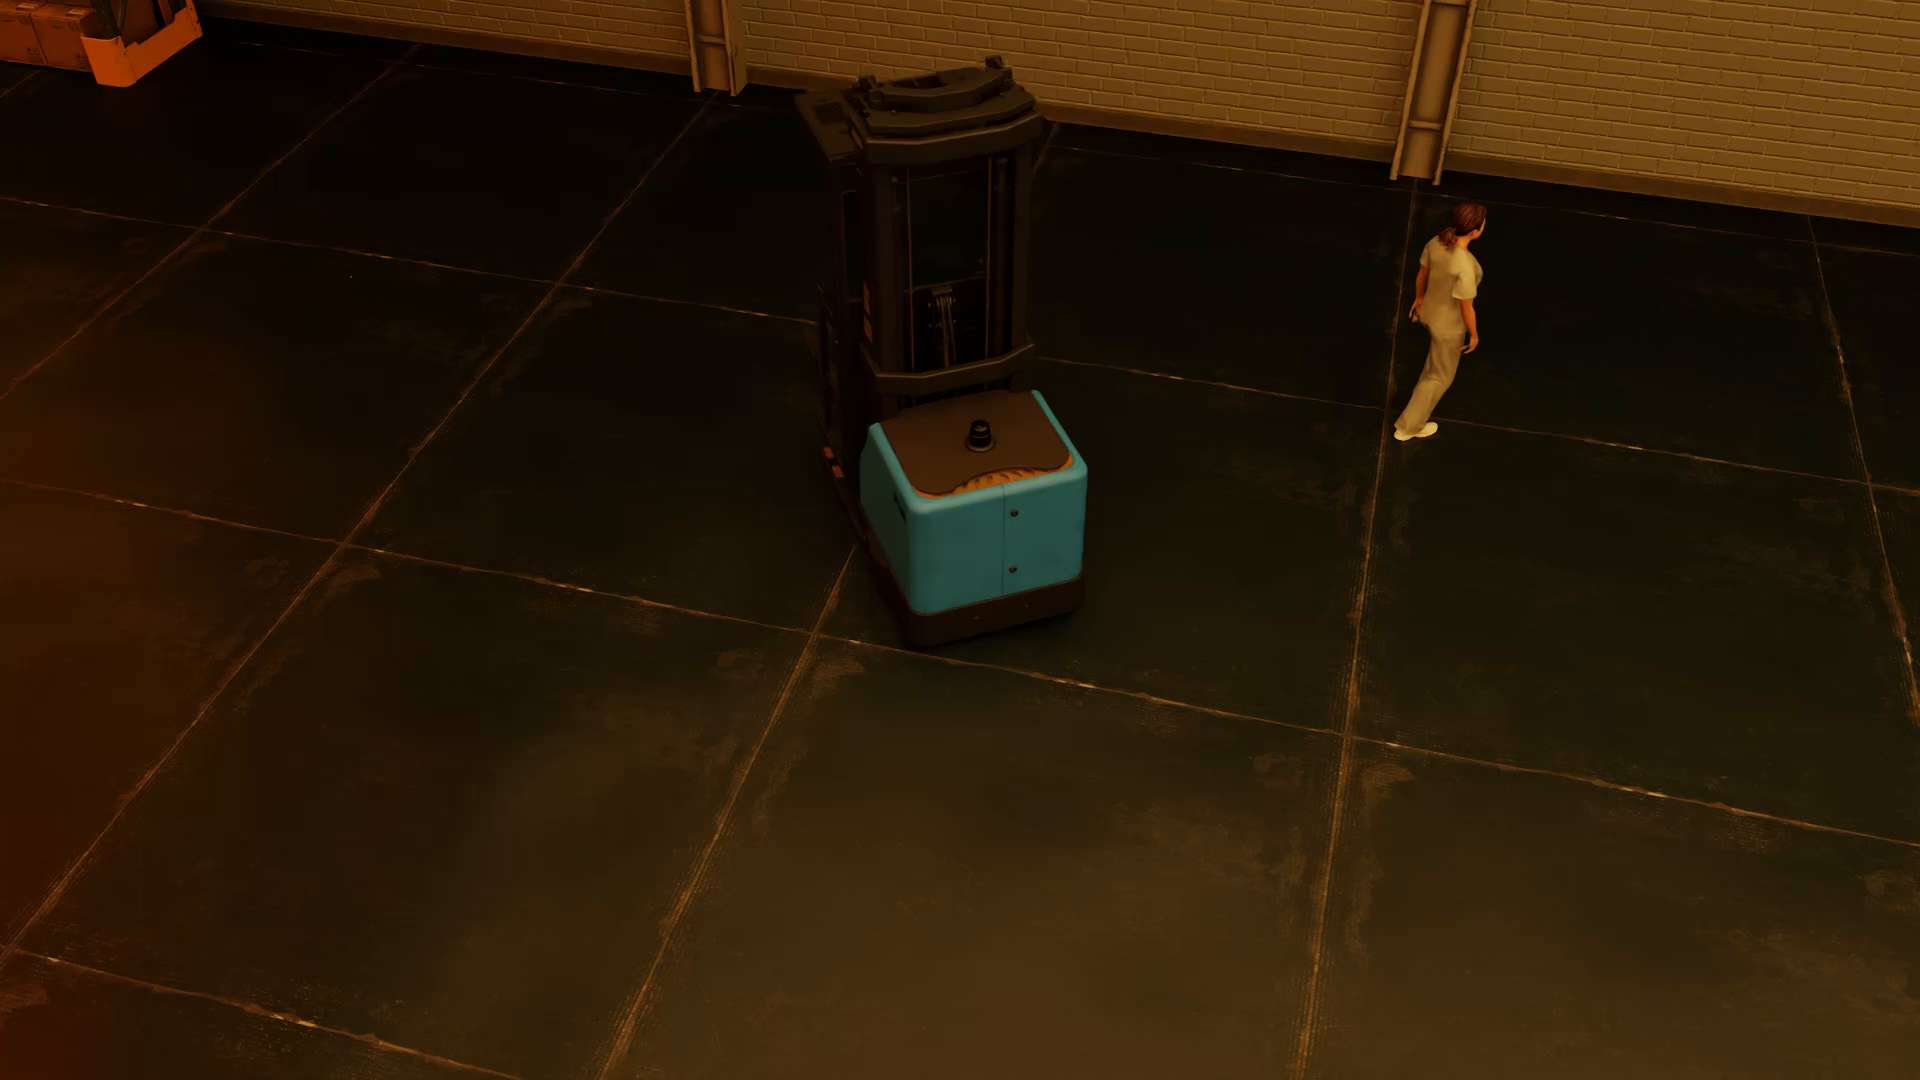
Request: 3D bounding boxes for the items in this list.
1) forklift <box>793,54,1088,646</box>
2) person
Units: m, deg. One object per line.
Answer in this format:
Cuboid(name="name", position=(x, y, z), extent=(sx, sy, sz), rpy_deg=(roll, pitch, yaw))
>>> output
Cuboid(name="forklift", position=(-0.260, -1.490, 9.562), extent=(1.130, 2.935, 3.031), rpy_deg=(-13, 43, -14))
Cuboid(name="person", position=(3.056, -1.359, 10.428), extent=(0.530, 1.710, 0.545), rpy_deg=(-12, 43, -14))
